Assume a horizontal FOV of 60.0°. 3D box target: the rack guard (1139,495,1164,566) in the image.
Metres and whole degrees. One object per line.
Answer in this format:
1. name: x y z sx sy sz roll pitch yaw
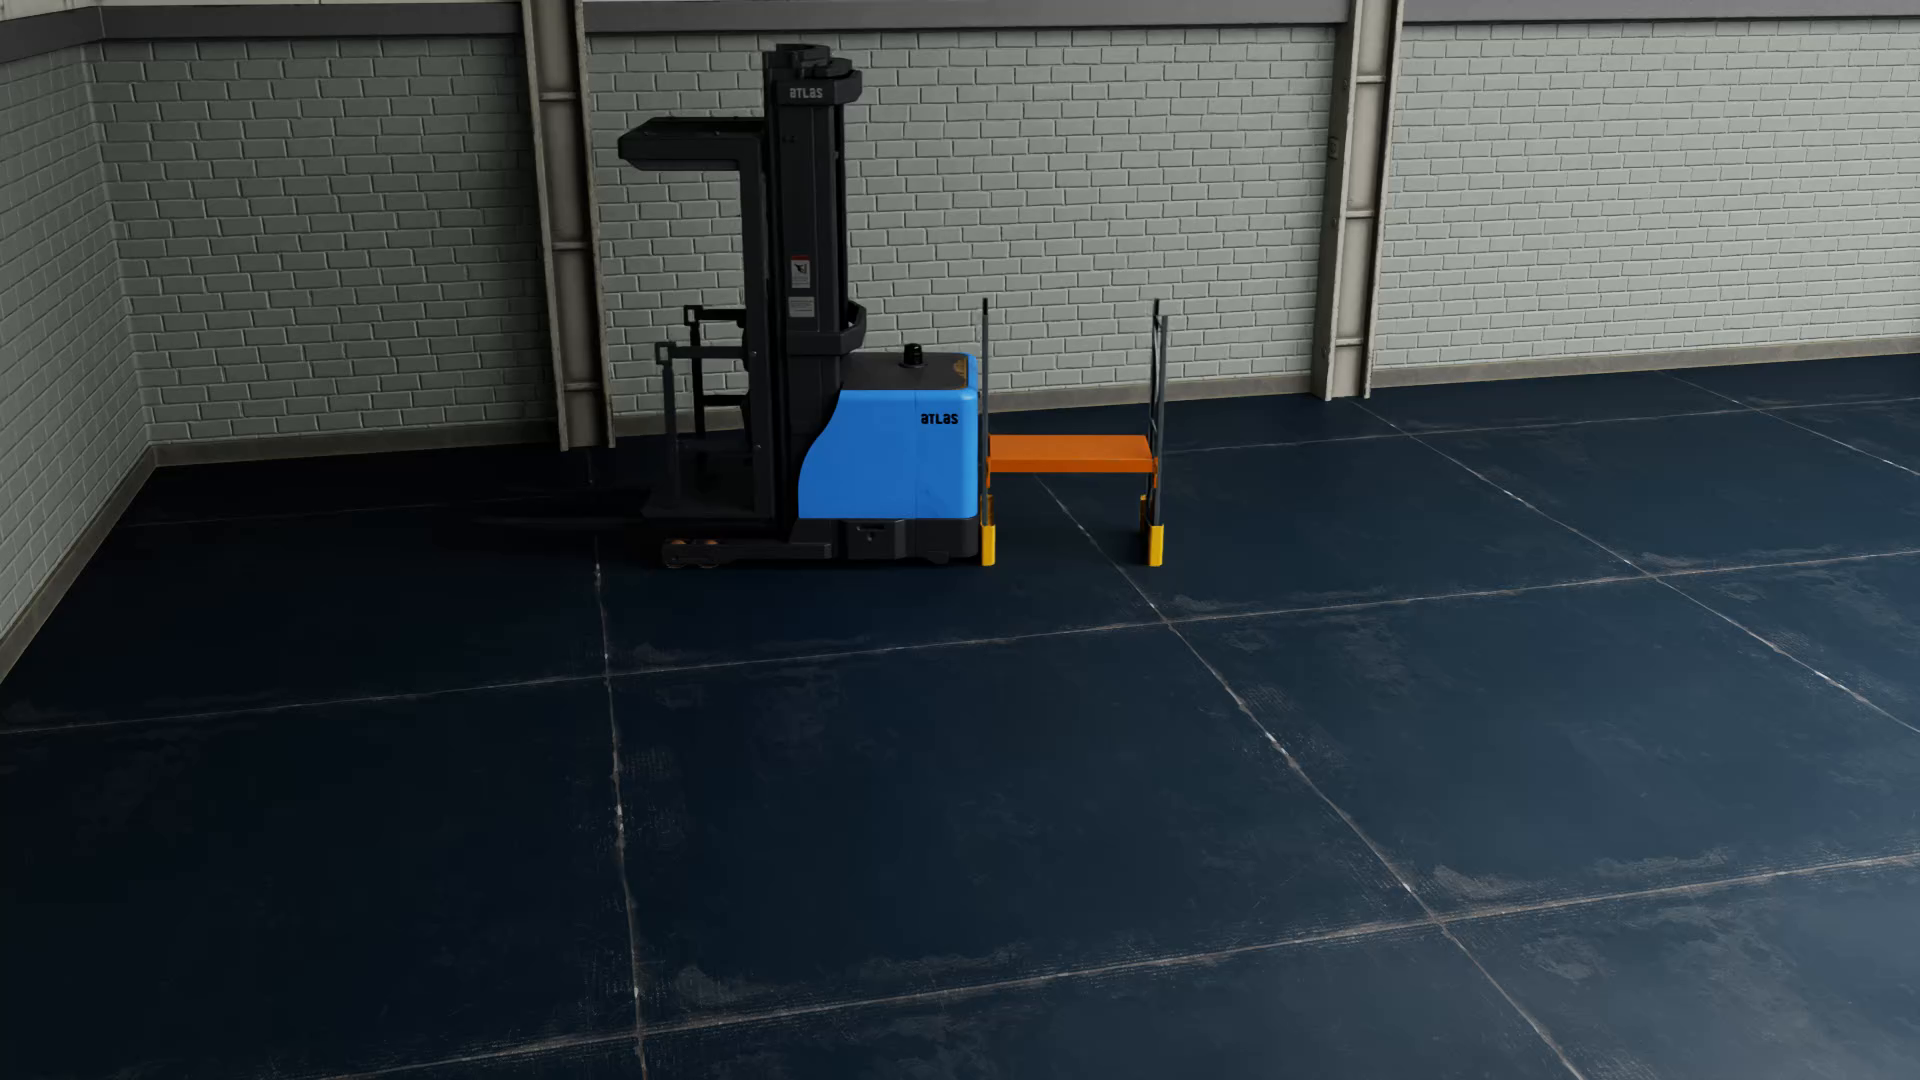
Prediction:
1. rack guard: 1.163 -0.062 10.121 0.087 0.250 0.587 0 20 0

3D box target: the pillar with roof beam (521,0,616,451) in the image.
1. pillar with roof beam: -1.757 -3.496 6.776 0.400 9.000 9.100 -5 21 -12

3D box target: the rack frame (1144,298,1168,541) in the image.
1. rack frame: 1.164 -0.649 9.906 0.032 1.500 0.500 0 20 0

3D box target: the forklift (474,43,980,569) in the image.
1. forklift: -1.397 -1.388 9.842 3.031 2.935 1.130 0 20 0

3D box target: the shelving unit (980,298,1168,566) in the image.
1. shelving unit: 0.665 -0.650 9.909 1.083 1.500 0.587 0 20 0

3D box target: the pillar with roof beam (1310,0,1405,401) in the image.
1. pillar with roof beam: 4.082 -3.971 8.072 0.400 9.000 9.100 -5 21 -12

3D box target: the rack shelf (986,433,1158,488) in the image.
1. rack shelf: 0.655 -0.481 9.971 1.000 0.185 0.538 0 20 0

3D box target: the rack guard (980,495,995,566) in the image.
1. rack guard: 0.167 -0.064 10.127 0.087 0.250 0.587 0 20 0

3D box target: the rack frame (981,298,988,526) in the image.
1. rack frame: 0.147 -0.651 9.912 0.032 1.500 0.500 0 20 0
